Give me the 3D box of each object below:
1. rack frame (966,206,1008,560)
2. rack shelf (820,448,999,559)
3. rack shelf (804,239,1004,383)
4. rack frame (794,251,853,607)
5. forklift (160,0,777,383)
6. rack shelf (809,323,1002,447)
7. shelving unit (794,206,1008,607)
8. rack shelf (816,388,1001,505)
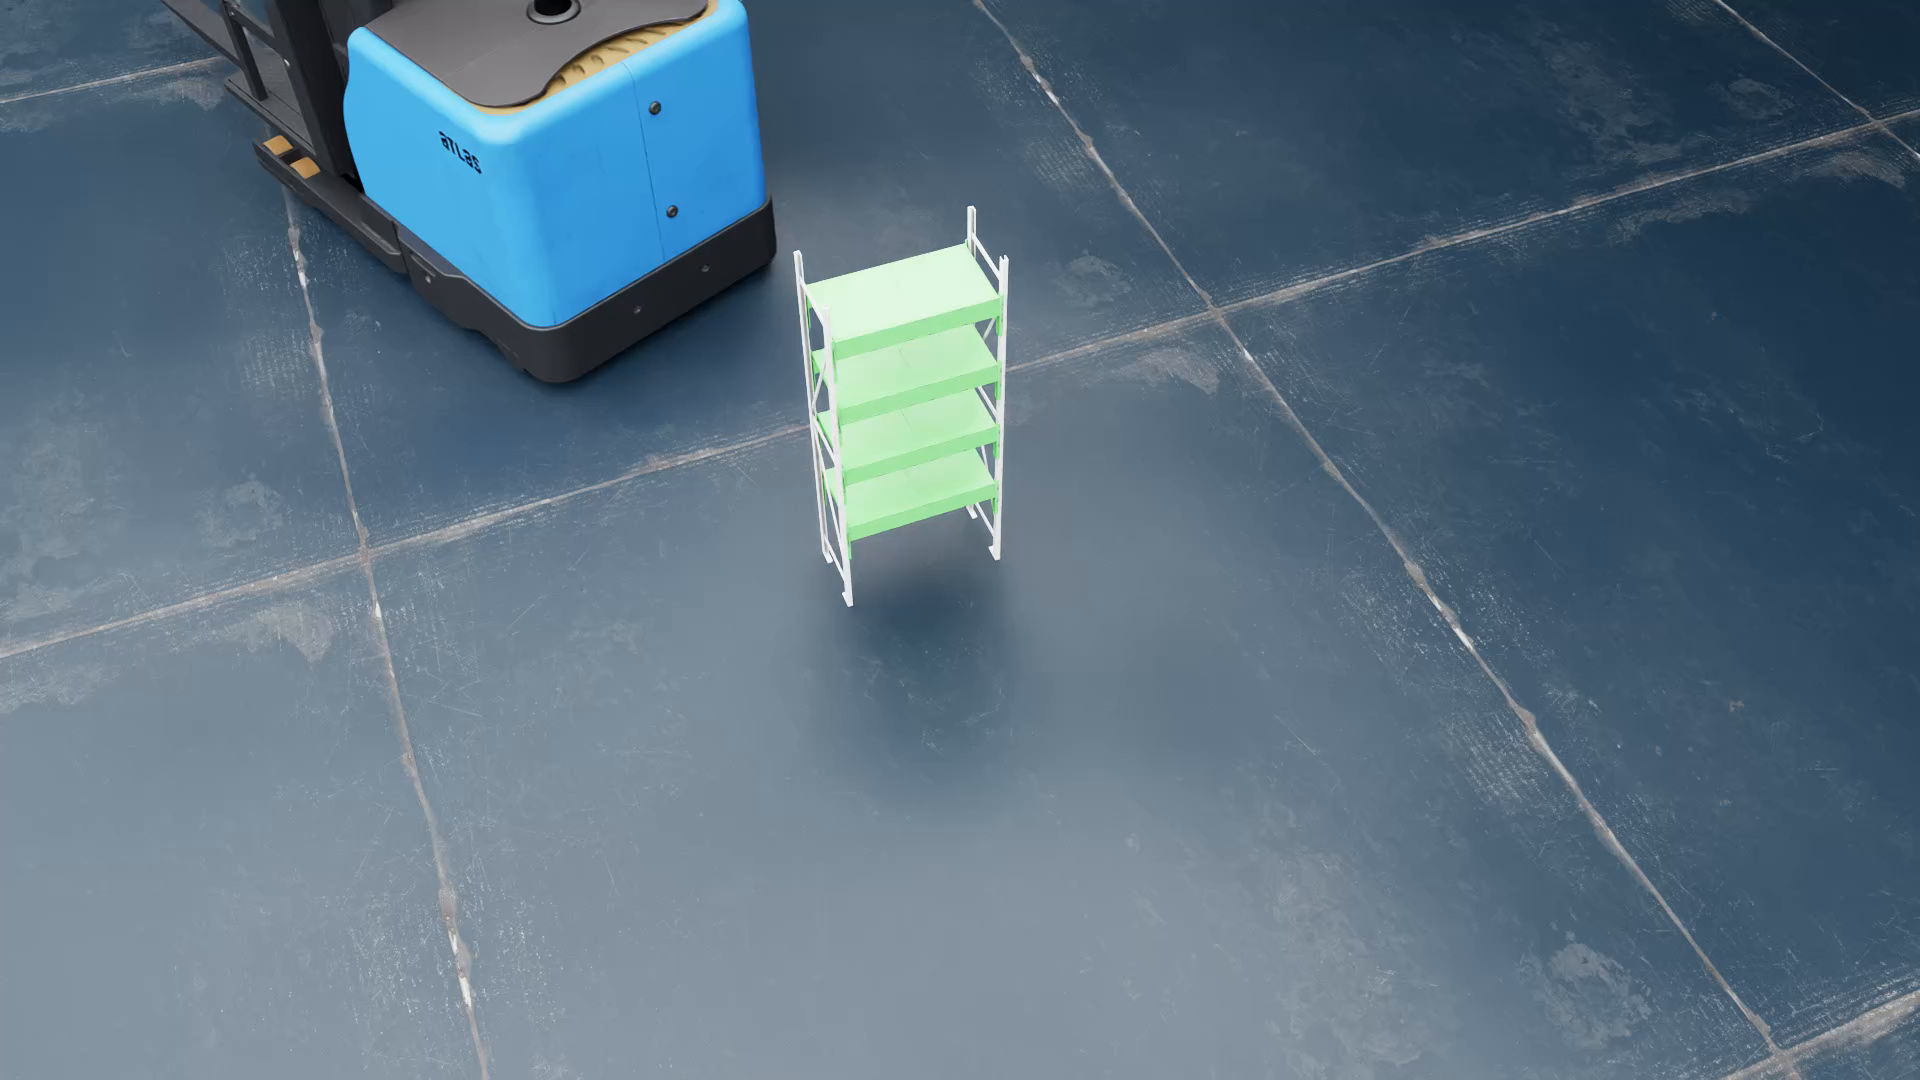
[{"bbox_3d":[0.073,-0.413,4.814,0.015,1.200,0.240,-17,52,-14],"label":"rack frame"},{"bbox_3d":[-0.153,-0.145,4.985,0.480,0.148,0.258,-17,52,-14],"label":"rack shelf"},{"bbox_3d":[-0.153,-0.615,4.438,0.480,0.148,0.258,-17,52,-14],"label":"rack shelf"},{"bbox_3d":[-0.379,-0.273,4.694,0.015,1.200,0.240,-17,52,-14],"label":"rack frame"},{"bbox_3d":[-2.068,-2.494,5.460,3.031,2.935,1.130,37,59,27],"label":"forklift"},{"bbox_3d":[-0.153,-0.458,4.620,0.480,0.148,0.258,-17,52,-14],"label":"rack shelf"},{"bbox_3d":[-0.153,-0.343,4.754,0.503,1.200,0.258,-17,52,-14],"label":"shelving unit"},{"bbox_3d":[-0.153,-0.302,4.803,0.480,0.148,0.258,-17,52,-14],"label":"rack shelf"}]
